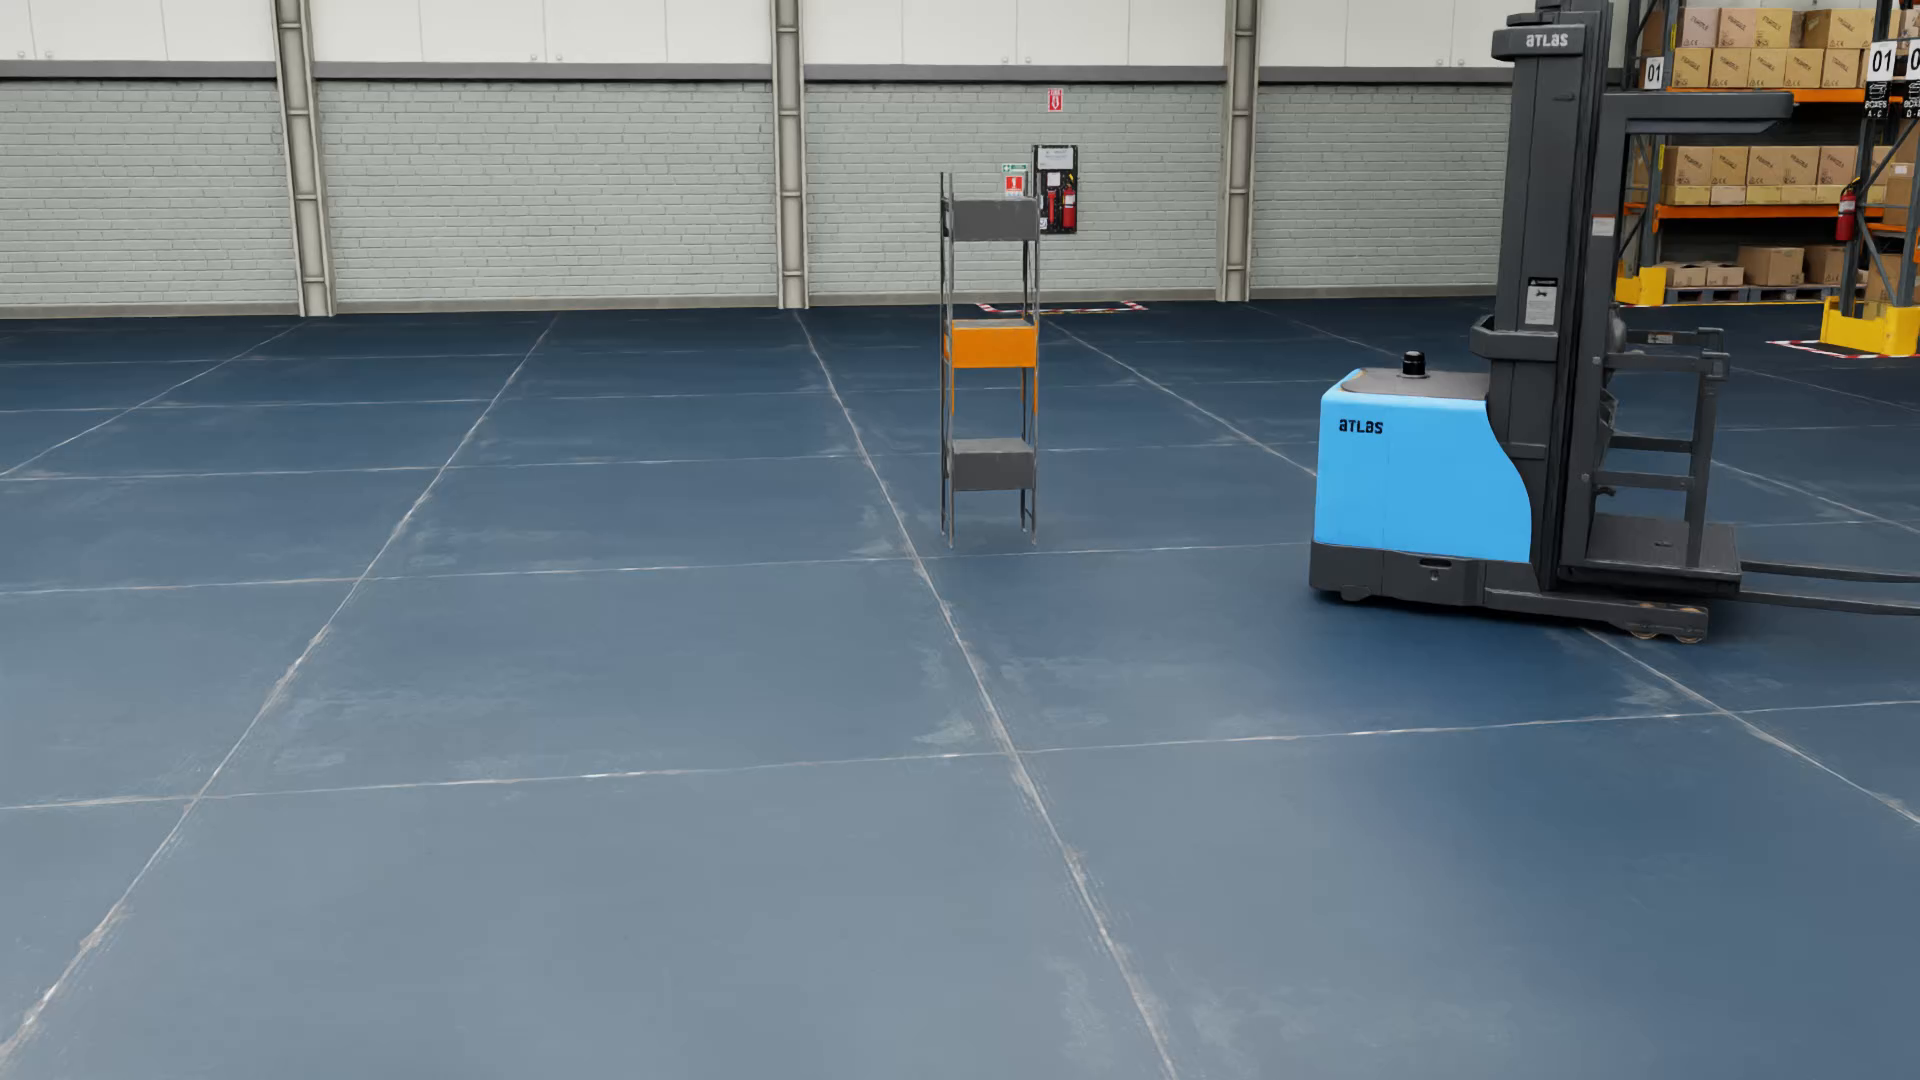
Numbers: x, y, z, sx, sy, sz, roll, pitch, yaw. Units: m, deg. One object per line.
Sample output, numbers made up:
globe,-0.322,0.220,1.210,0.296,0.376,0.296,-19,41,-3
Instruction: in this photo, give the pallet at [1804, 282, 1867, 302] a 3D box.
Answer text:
pallet,12.399,-3.487,23.193,1.213,0.211,1.003,-2,14,-8

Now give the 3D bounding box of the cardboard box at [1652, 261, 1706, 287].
cardboard box,9.800,-3.640,22.694,0.500,0.311,0.500,-4,15,-15

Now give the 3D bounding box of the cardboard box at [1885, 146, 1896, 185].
cardboard box,12.636,-5.082,22.544,0.500,0.500,0.500,-2,14,-8

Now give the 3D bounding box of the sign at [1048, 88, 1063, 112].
sign,1.260,-5.811,21.962,0.199,0.298,0.001,-2,14,-8

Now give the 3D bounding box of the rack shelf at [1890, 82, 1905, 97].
rack shelf,11.822,-4.715,17.667,4.000,0.370,1.077,-2,14,-8

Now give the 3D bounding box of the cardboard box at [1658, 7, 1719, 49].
cardboard box,9.519,-6.681,21.728,0.500,0.500,0.500,-3,14,-12

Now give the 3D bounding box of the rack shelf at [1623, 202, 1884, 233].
rack shelf,11.080,-4.451,22.783,4.000,0.370,1.077,-2,14,-8

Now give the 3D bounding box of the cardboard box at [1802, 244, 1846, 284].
cardboard box,12.037,-3.826,23.047,0.500,0.500,0.500,-3,14,-13

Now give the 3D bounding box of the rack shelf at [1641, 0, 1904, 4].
rack shelf,11.080,-7.359,22.053,4.000,0.370,1.077,-2,14,-8

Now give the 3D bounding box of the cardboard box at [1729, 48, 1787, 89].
cardboard box,10.519,-6.223,21.958,0.500,0.500,0.500,-1,14,-6

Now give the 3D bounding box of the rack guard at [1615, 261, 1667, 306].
rack guard,9.177,-3.518,22.721,0.348,0.500,1.175,-2,14,-8

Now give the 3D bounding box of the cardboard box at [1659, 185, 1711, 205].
cardboard box,9.632,-4.606,22.188,0.500,0.250,0.500,-3,14,-10

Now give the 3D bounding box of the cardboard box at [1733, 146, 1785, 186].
cardboard box,10.621,-5.006,22.242,0.500,0.500,0.500,-3,14,-10

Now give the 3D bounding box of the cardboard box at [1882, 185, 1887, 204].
cardboard box,12.634,-4.719,22.641,0.500,0.250,0.500,-2,14,-8

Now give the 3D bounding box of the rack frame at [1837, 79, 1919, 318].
rack frame,9.844,-3.536,17.656,0.127,3.000,1.000,-2,14,-8

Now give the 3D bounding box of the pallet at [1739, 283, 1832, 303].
pallet,11.190,-3.442,23.013,1.213,0.211,1.003,-2,14,-8

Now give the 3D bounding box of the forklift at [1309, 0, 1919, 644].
forklift,3.353,-1.083,8.015,3.031,2.935,1.130,6,15,22

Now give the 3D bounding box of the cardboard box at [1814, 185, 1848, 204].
cardboard box,11.645,-4.681,22.489,0.500,0.250,0.500,-2,14,-9

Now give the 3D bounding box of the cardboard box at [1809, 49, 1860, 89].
cardboard box,11.551,-6.263,22.118,0.500,0.500,0.500,-3,14,-11

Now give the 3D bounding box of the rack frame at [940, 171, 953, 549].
rack frame,-0.078,-1.016,9.455,0.015,2.100,0.400,-2,14,-8

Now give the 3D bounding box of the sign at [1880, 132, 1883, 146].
sign,12.971,-5.568,23.375,0.005,0.325,0.100,-2,14,-8

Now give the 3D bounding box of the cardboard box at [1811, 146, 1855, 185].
cardboard box,11.644,-5.047,22.404,0.500,0.500,0.500,-3,14,-10

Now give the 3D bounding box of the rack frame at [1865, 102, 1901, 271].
rack frame,13.058,-4.873,22.984,0.127,3.000,1.000,-2,14,-8

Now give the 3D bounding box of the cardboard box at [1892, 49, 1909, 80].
cardboard box,12.593,-6.308,22.294,0.500,0.500,0.500,-2,14,-7

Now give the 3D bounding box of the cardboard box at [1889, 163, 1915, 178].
cardboard box,10.193,-3.959,17.803,0.250,0.149,0.380,-2,14,-9

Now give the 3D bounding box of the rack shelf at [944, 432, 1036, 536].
rack shelf,0.164,-0.332,9.664,0.480,0.518,0.431,-2,14,-8

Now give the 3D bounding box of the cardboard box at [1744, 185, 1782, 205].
cardboard box,10.648,-4.645,22.345,0.500,0.250,0.500,-2,14,-9

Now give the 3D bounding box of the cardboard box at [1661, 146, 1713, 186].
cardboard box,9.619,-4.973,22.112,0.500,0.500,0.500,-2,14,-8

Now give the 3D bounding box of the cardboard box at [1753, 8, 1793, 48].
cardboard box,10.528,-6.709,21.837,0.500,0.500,0.500,-2,14,-7

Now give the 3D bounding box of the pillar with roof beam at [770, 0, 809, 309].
pillar with roof beam,-1.559,-6.400,16.744,0.400,9.000,9.100,-2,14,-8

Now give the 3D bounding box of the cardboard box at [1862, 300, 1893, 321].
cardboard box,10.330,-2.497,18.300,0.500,0.250,0.500,-2,14,-8

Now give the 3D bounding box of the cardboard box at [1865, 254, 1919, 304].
cardboard box,10.330,-2.861,18.211,0.500,0.500,0.500,-2,14,-8

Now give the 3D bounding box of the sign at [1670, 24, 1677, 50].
sign,9.183,-6.476,21.415,0.005,0.325,0.100,-2,14,-8

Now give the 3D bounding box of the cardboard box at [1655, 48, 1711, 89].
cardboard box,9.470,-6.193,21.835,0.500,0.500,0.500,-2,14,-7

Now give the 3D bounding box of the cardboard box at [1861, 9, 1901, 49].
cardboard box,12.059,-6.765,22.061,0.500,0.500,0.500,-1,14,-5

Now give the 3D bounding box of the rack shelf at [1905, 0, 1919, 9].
rack shelf,15.035,-7.312,22.680,4.000,0.370,1.077,-2,14,-8

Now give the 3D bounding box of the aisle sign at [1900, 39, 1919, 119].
aisle sign,9.825,-4.721,17.036,0.004,0.787,0.394,-2,14,-8

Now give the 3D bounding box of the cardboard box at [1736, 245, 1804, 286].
cardboard box,11.096,-3.767,22.811,0.500,0.500,0.700,-3,14,-12

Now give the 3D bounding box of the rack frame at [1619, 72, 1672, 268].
rack frame,9.102,-4.728,22.406,0.127,3.000,1.000,-2,14,-8

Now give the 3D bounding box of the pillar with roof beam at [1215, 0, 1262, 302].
pillar with roof beam,4.374,-6.618,17.611,0.400,9.000,9.100,-2,14,-8

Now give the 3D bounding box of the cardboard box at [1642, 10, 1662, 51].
cardboard box,9.490,-6.804,22.218,0.500,0.500,0.500,-1,14,-6

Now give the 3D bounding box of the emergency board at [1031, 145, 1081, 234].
emergency board,1.283,-4.663,22.150,0.643,1.169,0.194,-2,14,-8

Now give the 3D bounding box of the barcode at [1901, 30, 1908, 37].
barcode,10.070,-5.400,17.726,0.075,0.075,0.001,-2,14,-8

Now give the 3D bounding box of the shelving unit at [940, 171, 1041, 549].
shelving unit,0.164,-1.024,9.490,0.503,2.100,0.431,-2,14,-8

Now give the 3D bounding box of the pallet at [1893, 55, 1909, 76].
pallet,10.547,-4.968,17.379,1.213,0.211,1.003,-2,14,-8
